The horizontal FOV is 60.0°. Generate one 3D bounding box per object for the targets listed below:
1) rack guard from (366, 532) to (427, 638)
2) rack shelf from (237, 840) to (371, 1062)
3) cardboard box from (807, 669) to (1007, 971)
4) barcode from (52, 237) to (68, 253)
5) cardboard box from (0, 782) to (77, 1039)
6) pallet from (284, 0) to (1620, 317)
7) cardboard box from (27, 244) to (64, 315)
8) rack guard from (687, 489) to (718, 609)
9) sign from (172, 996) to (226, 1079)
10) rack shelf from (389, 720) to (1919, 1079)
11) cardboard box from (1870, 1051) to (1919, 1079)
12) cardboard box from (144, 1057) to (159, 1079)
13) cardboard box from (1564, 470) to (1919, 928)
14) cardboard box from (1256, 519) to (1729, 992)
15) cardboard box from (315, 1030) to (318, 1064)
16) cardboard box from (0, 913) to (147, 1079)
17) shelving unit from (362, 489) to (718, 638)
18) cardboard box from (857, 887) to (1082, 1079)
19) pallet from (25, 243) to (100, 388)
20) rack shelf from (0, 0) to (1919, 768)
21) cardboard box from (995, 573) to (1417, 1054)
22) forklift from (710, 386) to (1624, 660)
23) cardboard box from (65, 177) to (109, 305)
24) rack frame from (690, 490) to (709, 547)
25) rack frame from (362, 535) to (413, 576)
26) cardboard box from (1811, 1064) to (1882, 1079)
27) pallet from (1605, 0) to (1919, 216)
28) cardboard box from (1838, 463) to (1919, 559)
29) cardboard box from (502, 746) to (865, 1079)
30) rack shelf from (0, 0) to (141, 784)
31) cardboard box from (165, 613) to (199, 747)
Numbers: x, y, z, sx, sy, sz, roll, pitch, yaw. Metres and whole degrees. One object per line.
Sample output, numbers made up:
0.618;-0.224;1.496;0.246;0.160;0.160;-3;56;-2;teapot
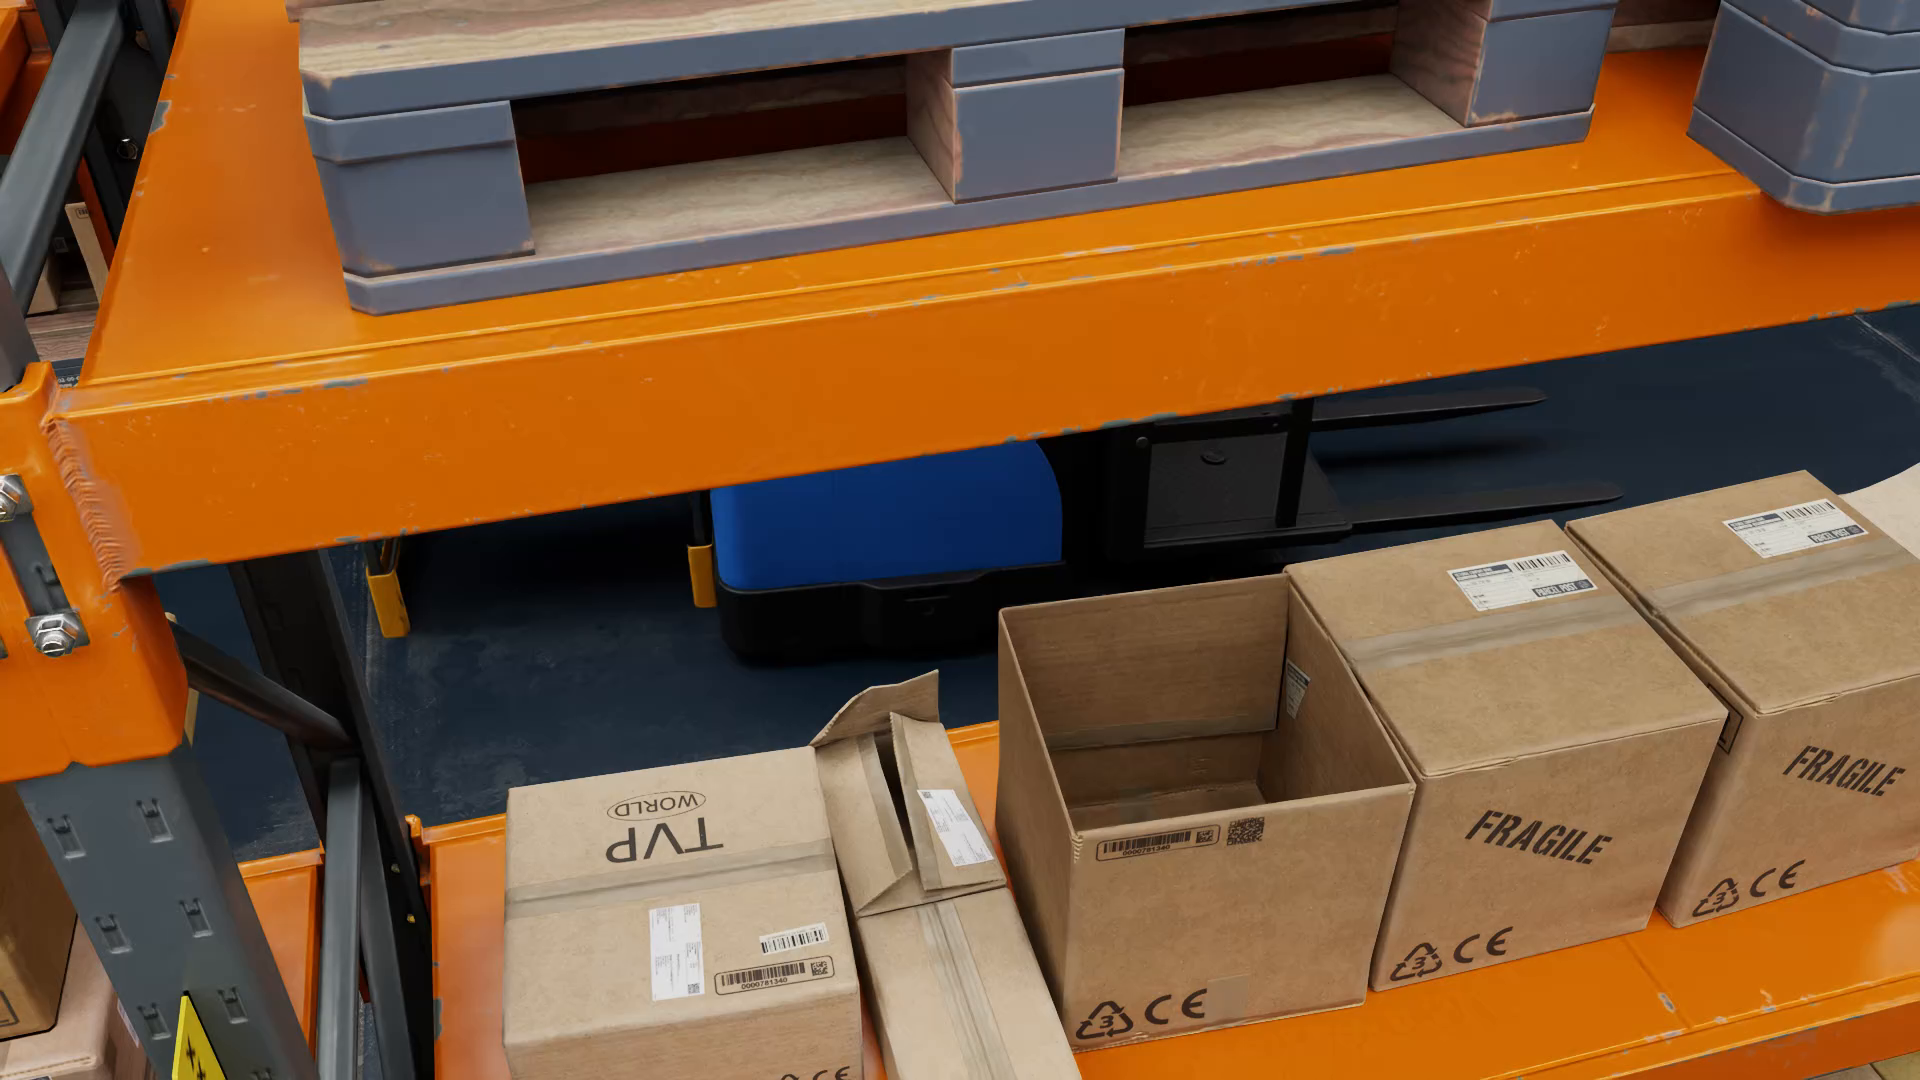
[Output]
-1.857;0.038;5.494;0.087;0.250;0.587;-5;38;-7;rack guard
-2.832;1.261;2.225;4.000;0.370;1.077;-9;38;-12;rack shelf
-0.101;0.465;2.784;0.258;0.266;0.396;-10;39;-13;cardboard box
-3.658;-1.194;6.735;0.075;0.075;0.001;-9;38;-12;barcode
-1.328;0.177;1.899;0.500;0.500;0.700;-9;38;-12;cardboard box
-0.053;-0.604;1.760;1.217;0.209;0.805;-11;39;-14;pallet
-3.746;-1.048;6.635;0.250;0.149;0.380;-12;39;-16;cardboard box
-0.873;-0.053;5.613;0.087;0.250;0.587;-5;38;-7;rack guard
-0.755;0.608;1.708;0.005;0.325;0.100;-9;38;-12;sign
1.029;0.627;3.053;4.000;0.370;1.077;-9;38;-12;rack shelf
2.019;1.041;3.376;0.500;0.311;0.500;-10;39;-13;cardboard box
-1.328;0.693;2.293;0.500;0.500;0.700;-10;39;-13;cardboard box
1.344;0.260;2.859;0.500;0.500;0.500;-11;39;-14;cardboard box
0.836;0.344;2.750;0.500;0.500;0.500;-9;38;-12;cardboard box
-1.431;1.176;3.045;0.500;0.500;0.500;-9;38;-12;cardboard box
-1.108;0.530;1.973;0.250;0.149;0.380;-9;38;-12;cardboard box
-1.365;-0.504;5.174;1.083;1.500;0.587;-5;38;-7;shelving unit
0.007;0.738;2.524;0.250;0.149;0.380;-9;38;-12;cardboard box
-4.016;-0.817;6.644;1.213;0.211;1.003;-9;38;-12;pallet
1.029;-0.564;2.142;4.000;0.370;1.077;-9;38;-12;rack shelf
0.353;0.423;2.646;0.500;0.500;0.500;-7;38;-9;cardboard box
0.684;-1.199;4.904;3.031;2.935;1.130;-5;38;-7;forklift
-3.188;-1.241;6.598;0.500;0.500;0.500;-12;39;-15;cardboard box
-0.871;-0.549;5.234;0.032;1.500;0.500;-5;38;-7;rack frame
-1.876;-0.456;5.112;0.032;1.500;0.500;-5;38;-7;rack frame
1.530;1.119;3.274;0.500;0.311;0.500;-10;38;-12;cardboard box
1.249;-0.753;1.952;1.213;0.211;1.003;-8;38;-10;pallet
2.046;0.088;3.239;0.500;0.311;0.500;-10;38;-12;cardboard box
-0.438;0.614;2.602;0.500;0.250;0.500;-7;38;-9;cardboard box
-2.832;0.069;1.314;4.000;0.370;1.077;-9;38;-12;rack shelf
-1.212;0.290;2.286;0.250;0.149;0.380;-9;38;-12;cardboard box
